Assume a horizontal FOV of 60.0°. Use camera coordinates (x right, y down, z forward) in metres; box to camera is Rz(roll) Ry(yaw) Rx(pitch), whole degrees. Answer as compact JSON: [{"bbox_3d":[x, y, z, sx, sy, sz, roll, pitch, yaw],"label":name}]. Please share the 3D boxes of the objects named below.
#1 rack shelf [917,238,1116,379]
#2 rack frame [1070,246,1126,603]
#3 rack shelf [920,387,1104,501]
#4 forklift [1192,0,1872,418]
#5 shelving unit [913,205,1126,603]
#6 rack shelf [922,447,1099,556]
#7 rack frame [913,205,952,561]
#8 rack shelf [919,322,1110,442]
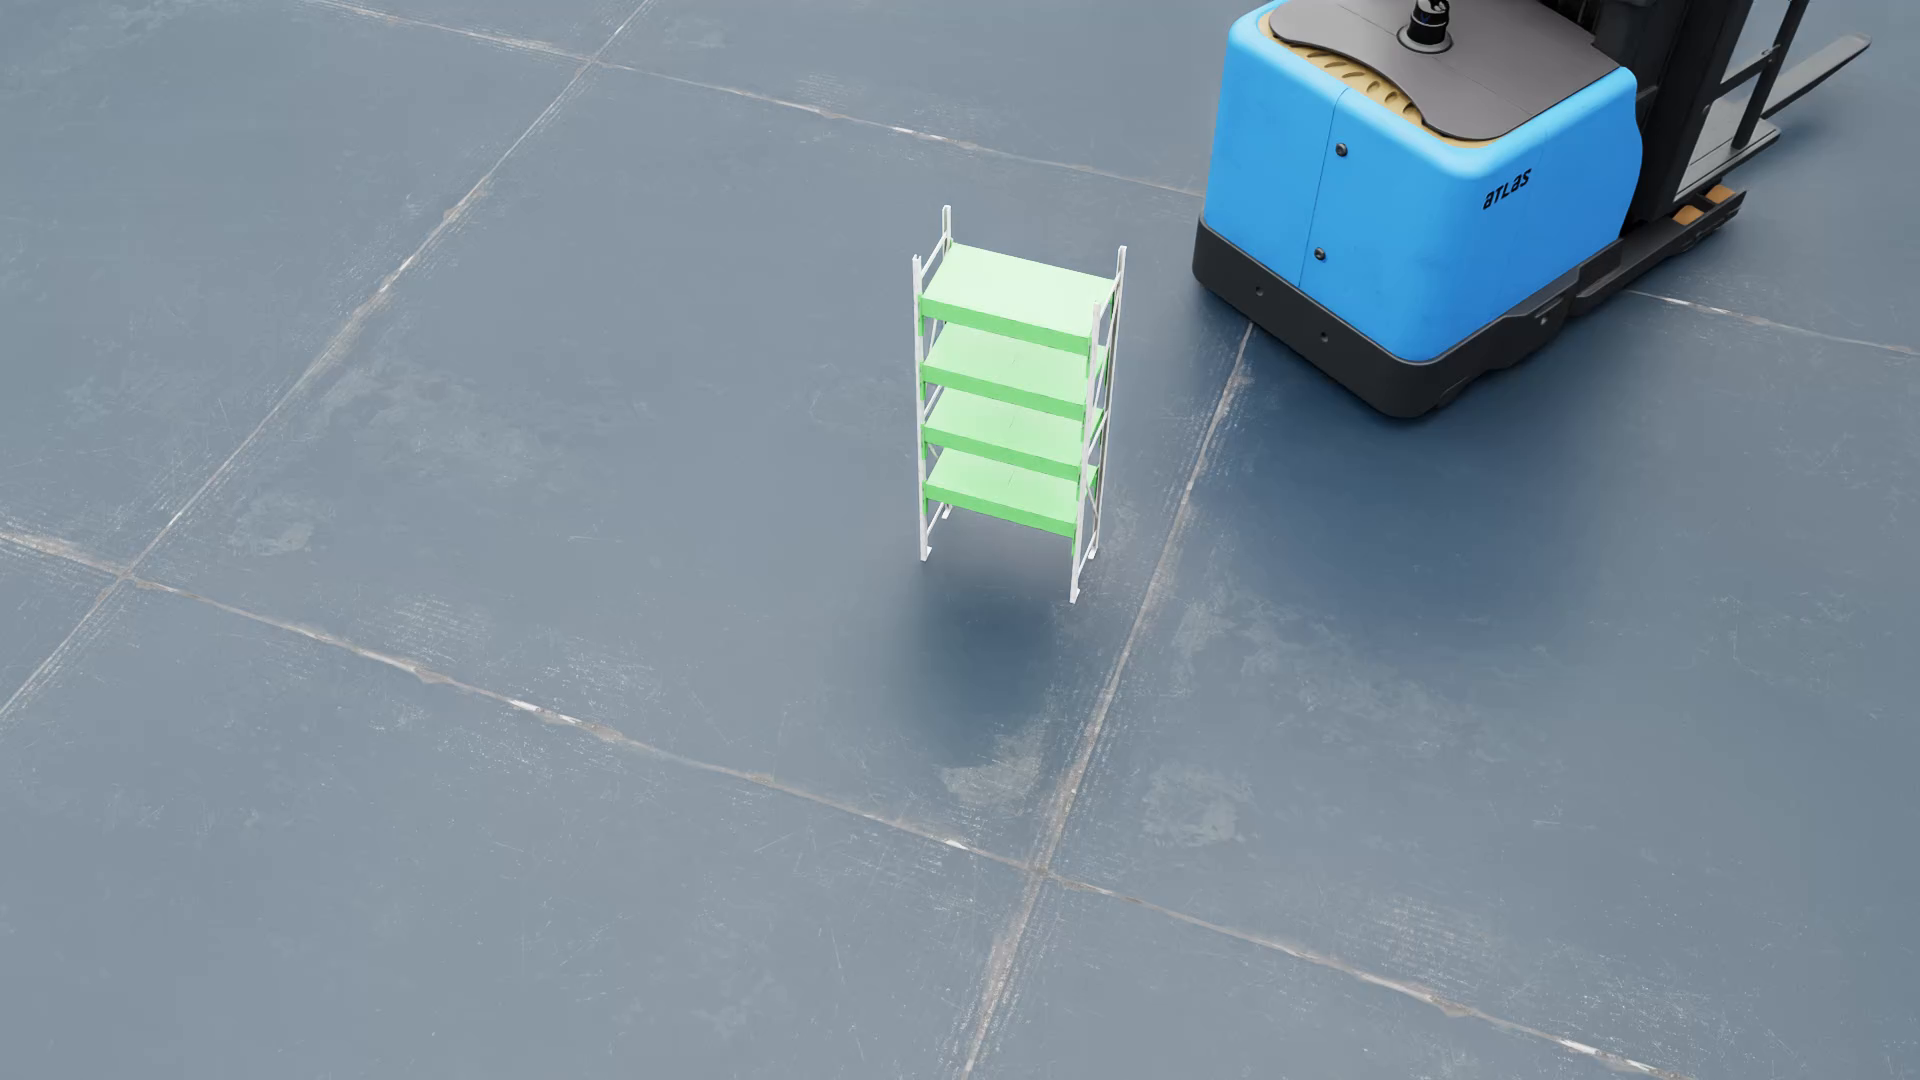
[{"bbox_3d":[0.155,-0.622,4.445,0.480,0.148,0.258,16,51,13],"label":"rack shelf"},{"bbox_3d":[0.384,-0.286,4.704,0.015,1.200,0.240,16,51,13],"label":"rack frame"},{"bbox_3d":[0.155,-0.308,4.807,0.480,0.148,0.258,16,51,13],"label":"rack shelf"},{"bbox_3d":[2.299,-2.313,5.315,3.031,2.935,1.130,-32,56,-24],"label":"forklift"},{"bbox_3d":[0.155,-0.350,4.759,0.503,1.200,0.258,16,51,13],"label":"shelving unit"},{"bbox_3d":[0.155,-0.151,4.989,0.480,0.148,0.258,16,51,13],"label":"rack shelf"},{"bbox_3d":[-0.074,-0.414,4.814,0.015,1.200,0.240,16,51,13],"label":"rack frame"},{"bbox_3d":[0.155,-0.465,4.626,0.480,0.148,0.258,16,51,13],"label":"rack shelf"}]
